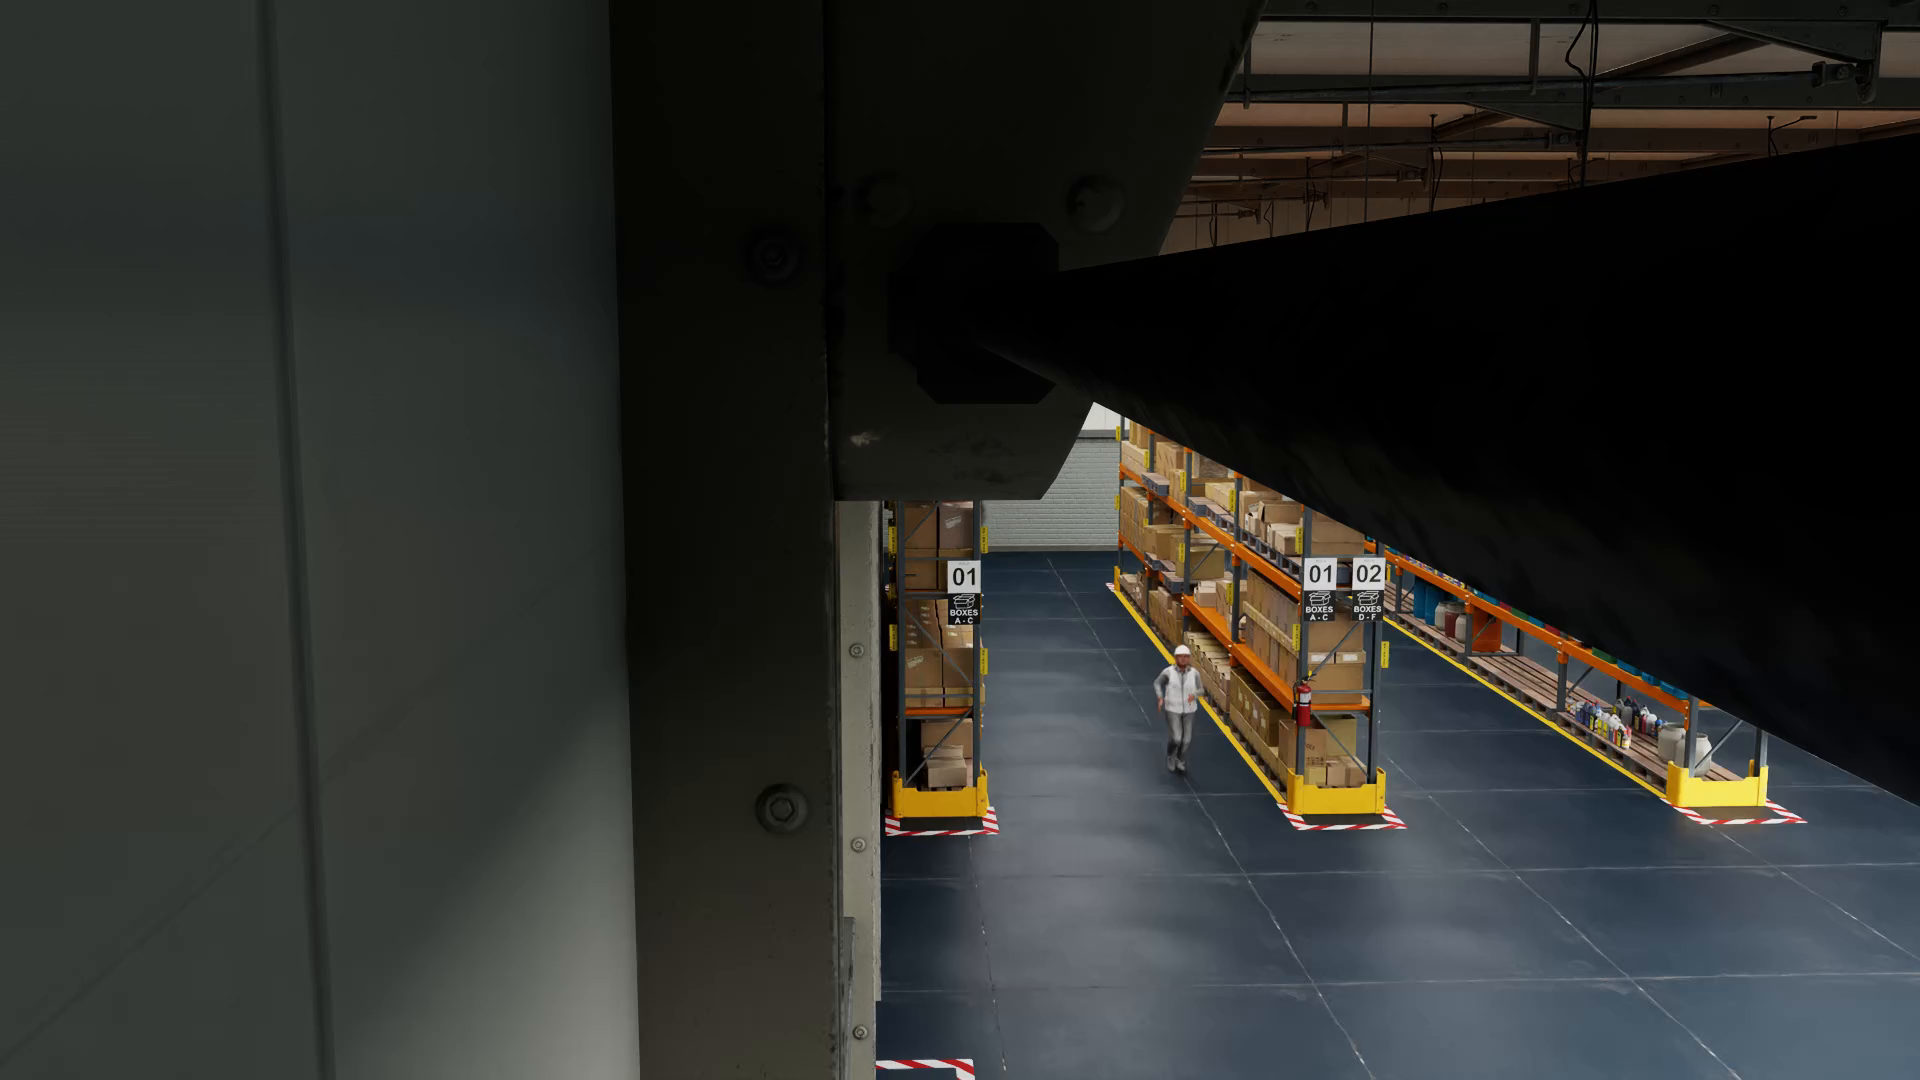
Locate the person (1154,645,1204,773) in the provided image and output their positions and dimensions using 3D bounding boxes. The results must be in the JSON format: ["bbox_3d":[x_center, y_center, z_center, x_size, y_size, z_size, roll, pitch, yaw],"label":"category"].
[{"bbox_3d":[2.950,2.272,22.196,0.630,1.730,0.649,-1,8,-7],"label":"person"}]
